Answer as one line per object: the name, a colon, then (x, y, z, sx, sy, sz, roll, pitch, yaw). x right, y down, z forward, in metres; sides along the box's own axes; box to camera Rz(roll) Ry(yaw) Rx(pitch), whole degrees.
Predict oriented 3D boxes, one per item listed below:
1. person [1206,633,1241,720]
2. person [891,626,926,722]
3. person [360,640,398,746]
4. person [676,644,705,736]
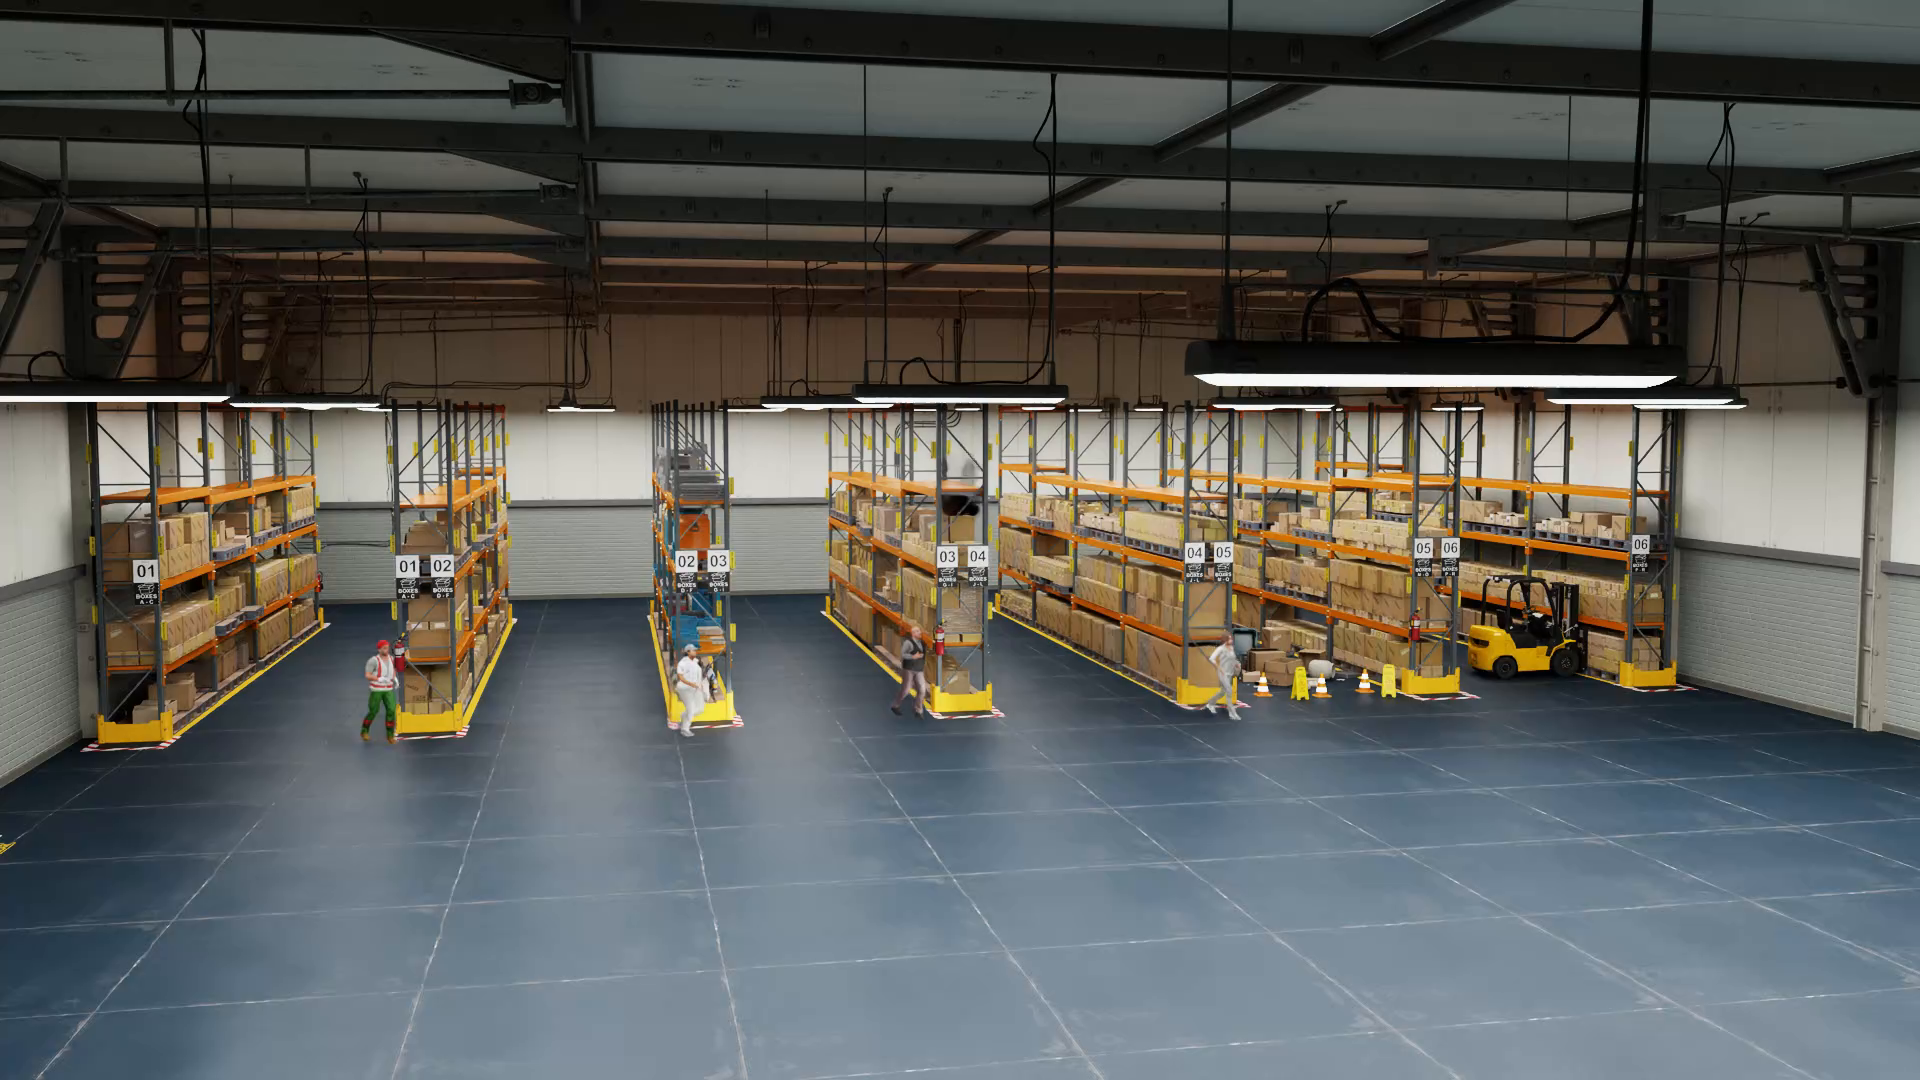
person: (4.992, 2.556, 31.374, 0.804, 1.606, 0.540, 4, 6, 40)
person: (-0.890, 2.505, 31.346, 0.663, 1.768, 0.821, -4, 6, -43)
person: (-10.051, 2.644, 28.935, 0.803, 1.840, 0.696, 3, 5, 38)
person: (-4.817, 2.679, 29.806, 0.536, 1.628, 0.660, 3, 5, 30)
